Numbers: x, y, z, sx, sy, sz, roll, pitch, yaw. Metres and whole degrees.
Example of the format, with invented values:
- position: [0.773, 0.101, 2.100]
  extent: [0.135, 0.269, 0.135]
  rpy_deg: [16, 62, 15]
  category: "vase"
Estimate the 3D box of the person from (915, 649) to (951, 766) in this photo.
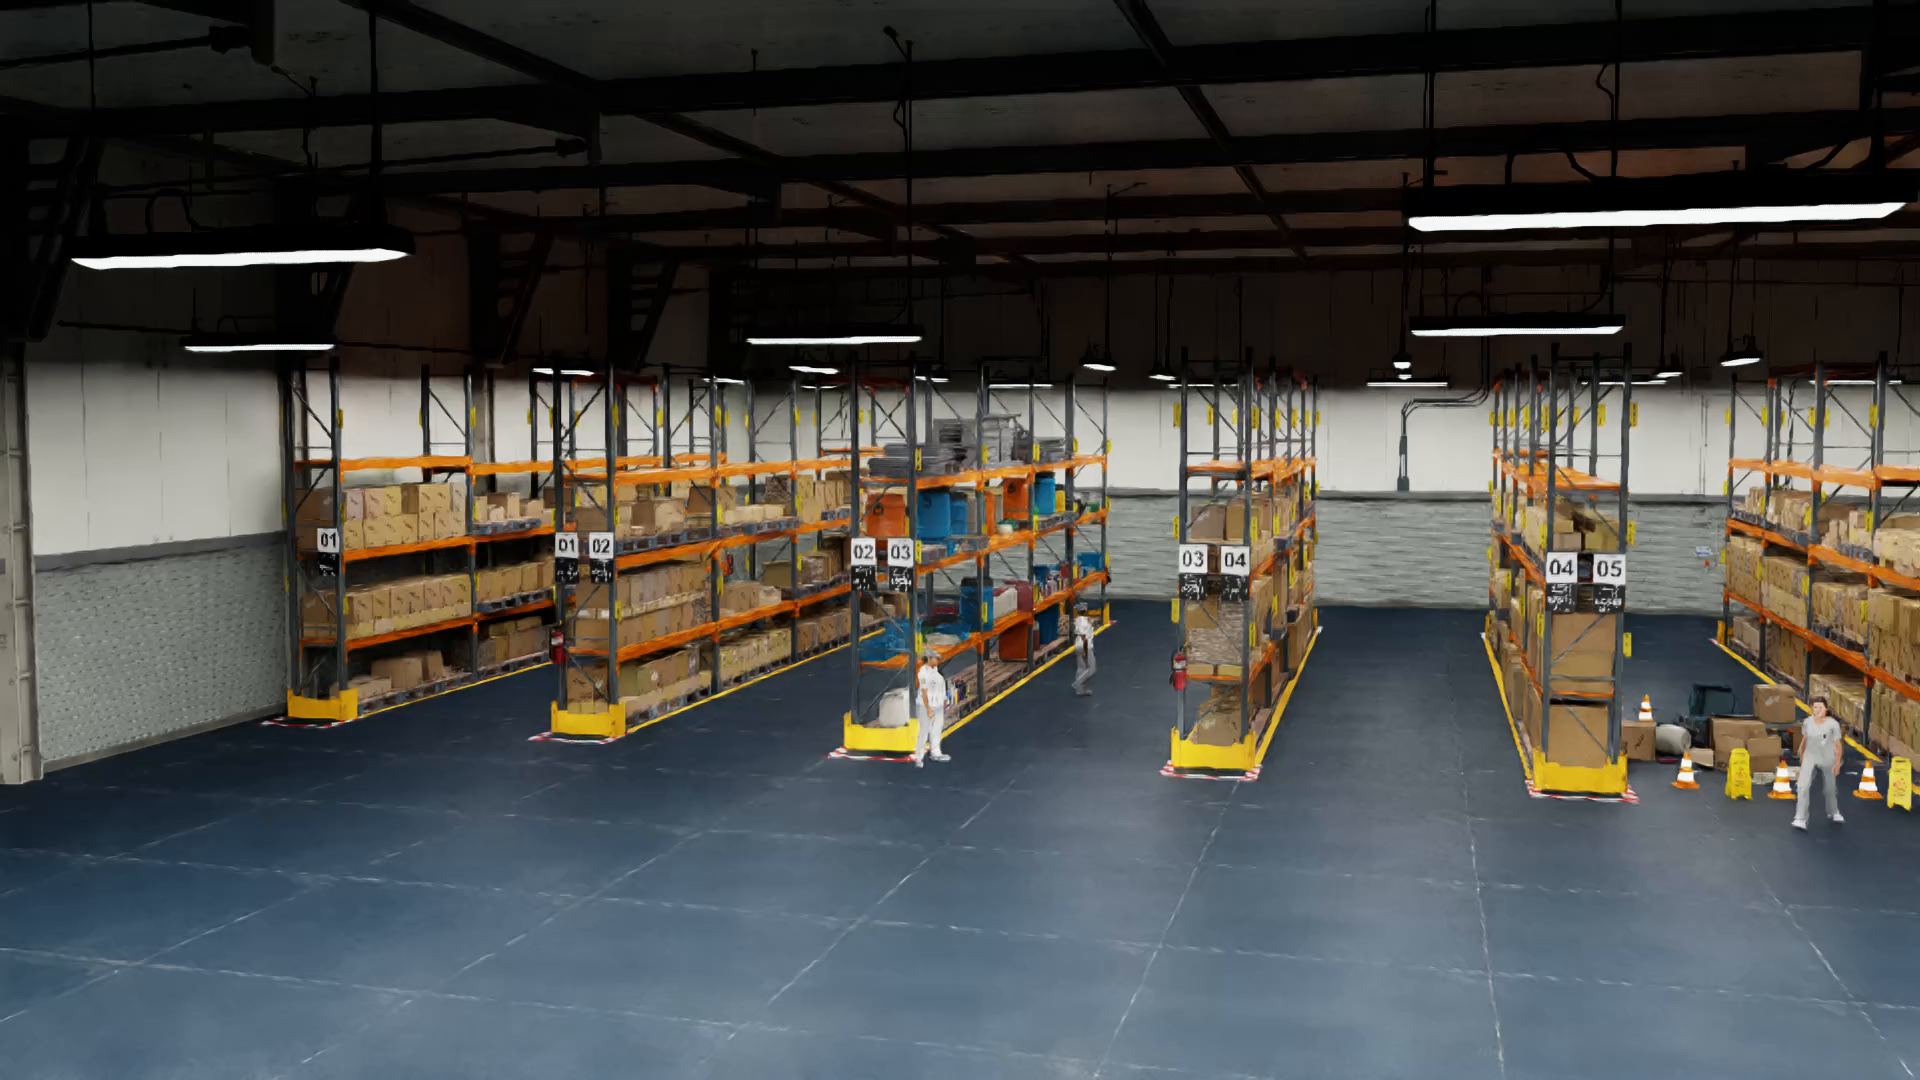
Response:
- position: [-0.426, 2.396, 24.032]
  extent: [0.395, 1.665, 0.652]
  rpy_deg: [2, 5, 26]
  category: "person"

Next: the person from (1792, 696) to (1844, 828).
- position: [10.537, 2.703, 20.370]
  extent: [0.487, 1.616, 0.957]
  rpy_deg: [3, 5, 38]
  category: "person"

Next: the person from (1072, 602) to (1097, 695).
- position: [2.204, 1.967, 29.962]
  extent: [0.423, 1.674, 0.507]
  rpy_deg: [-1, 4, -12]
  category: "person"
